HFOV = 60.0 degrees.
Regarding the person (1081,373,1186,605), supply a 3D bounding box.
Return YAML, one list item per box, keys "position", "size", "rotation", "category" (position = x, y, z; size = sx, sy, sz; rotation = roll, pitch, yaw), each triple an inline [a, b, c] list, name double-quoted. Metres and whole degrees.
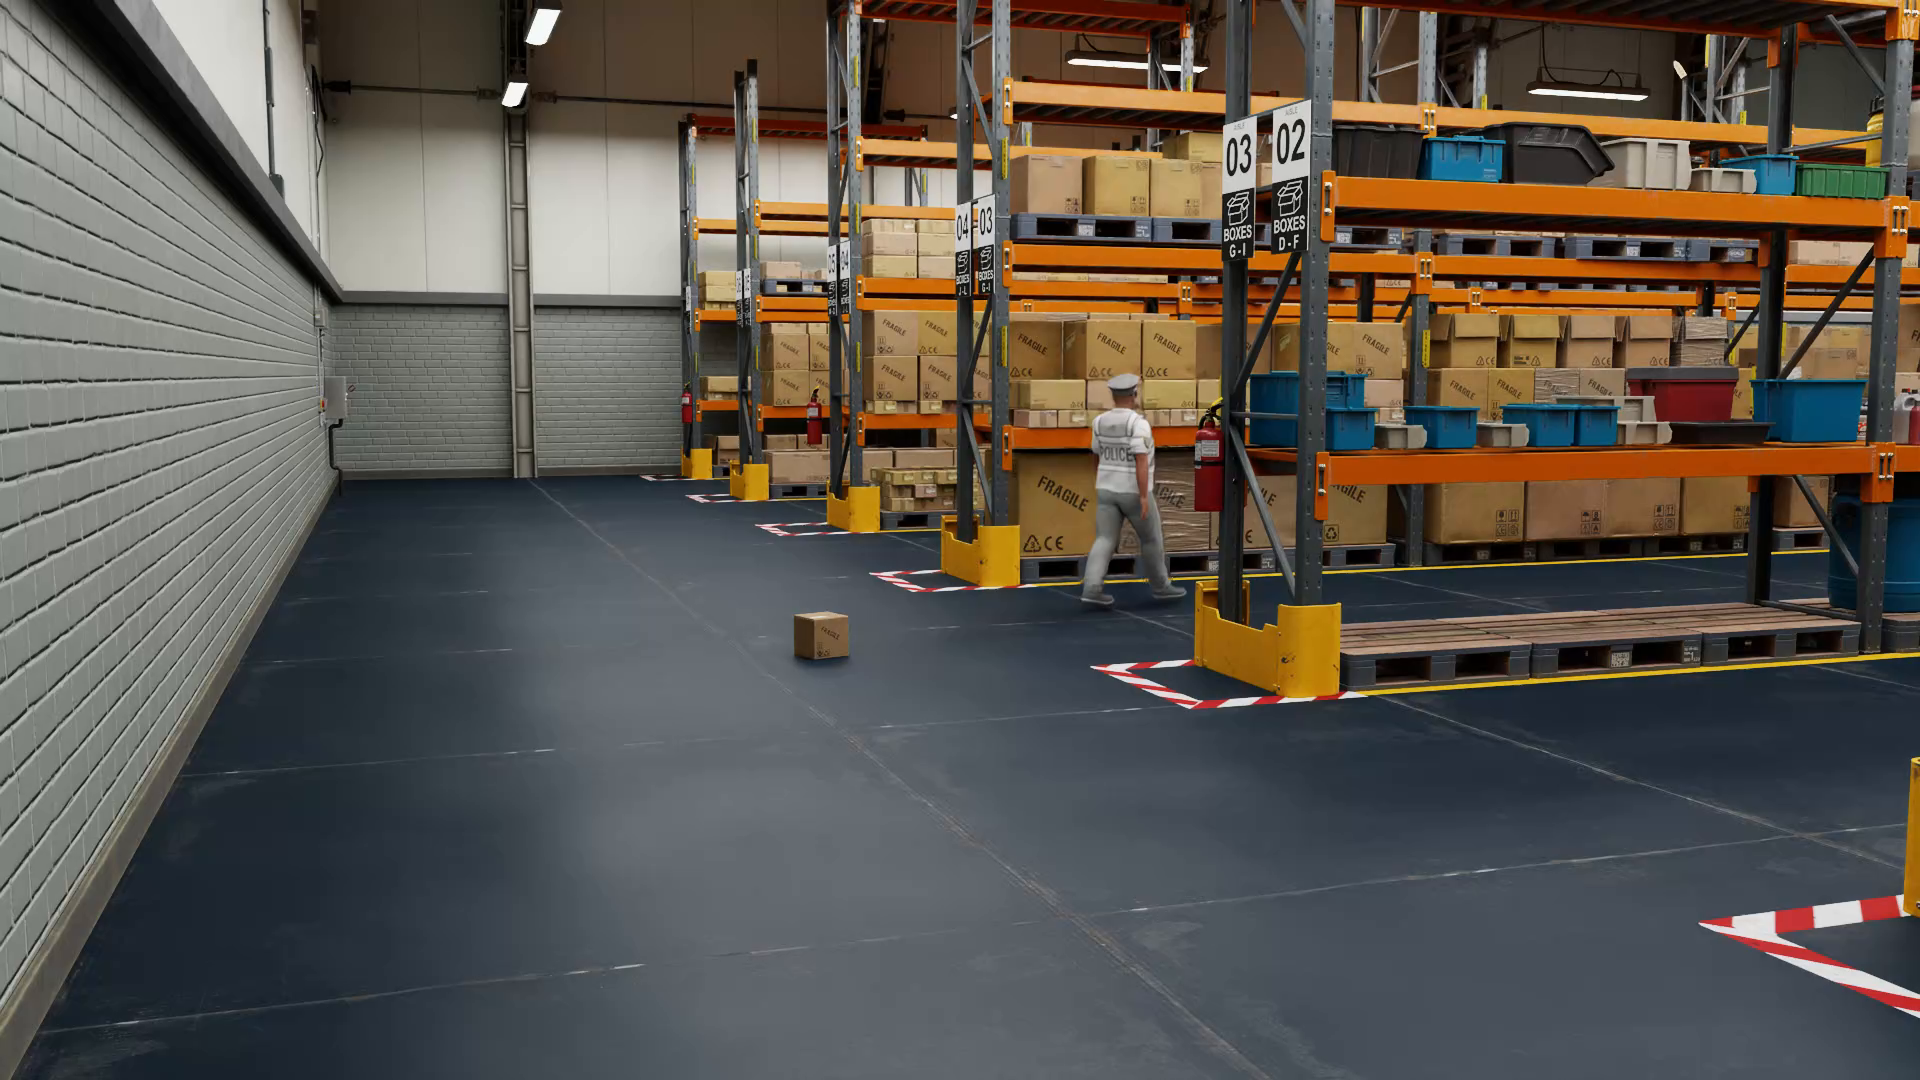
- position: [1.291, -0.392, 12.500]
  size: [0.576, 1.717, 0.989]
  rotation: [4, 7, 37]
  category: "person"
